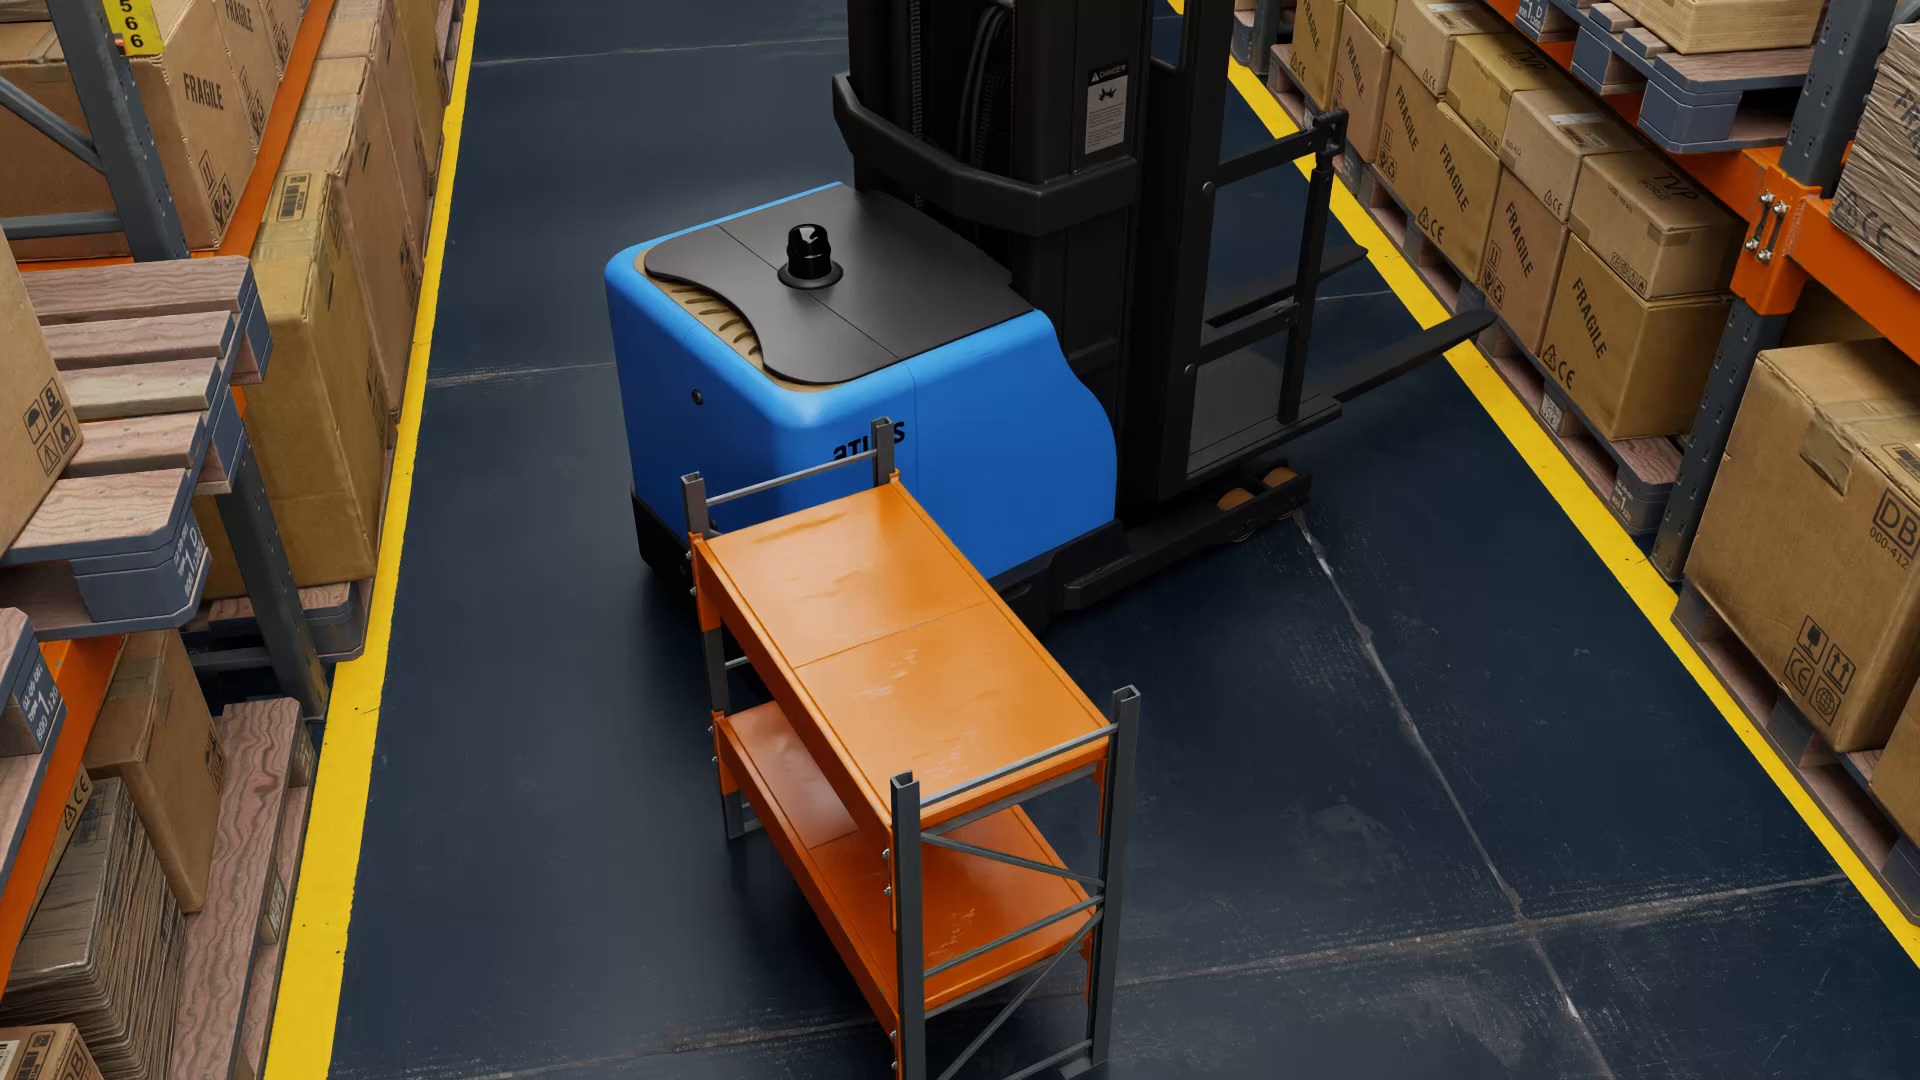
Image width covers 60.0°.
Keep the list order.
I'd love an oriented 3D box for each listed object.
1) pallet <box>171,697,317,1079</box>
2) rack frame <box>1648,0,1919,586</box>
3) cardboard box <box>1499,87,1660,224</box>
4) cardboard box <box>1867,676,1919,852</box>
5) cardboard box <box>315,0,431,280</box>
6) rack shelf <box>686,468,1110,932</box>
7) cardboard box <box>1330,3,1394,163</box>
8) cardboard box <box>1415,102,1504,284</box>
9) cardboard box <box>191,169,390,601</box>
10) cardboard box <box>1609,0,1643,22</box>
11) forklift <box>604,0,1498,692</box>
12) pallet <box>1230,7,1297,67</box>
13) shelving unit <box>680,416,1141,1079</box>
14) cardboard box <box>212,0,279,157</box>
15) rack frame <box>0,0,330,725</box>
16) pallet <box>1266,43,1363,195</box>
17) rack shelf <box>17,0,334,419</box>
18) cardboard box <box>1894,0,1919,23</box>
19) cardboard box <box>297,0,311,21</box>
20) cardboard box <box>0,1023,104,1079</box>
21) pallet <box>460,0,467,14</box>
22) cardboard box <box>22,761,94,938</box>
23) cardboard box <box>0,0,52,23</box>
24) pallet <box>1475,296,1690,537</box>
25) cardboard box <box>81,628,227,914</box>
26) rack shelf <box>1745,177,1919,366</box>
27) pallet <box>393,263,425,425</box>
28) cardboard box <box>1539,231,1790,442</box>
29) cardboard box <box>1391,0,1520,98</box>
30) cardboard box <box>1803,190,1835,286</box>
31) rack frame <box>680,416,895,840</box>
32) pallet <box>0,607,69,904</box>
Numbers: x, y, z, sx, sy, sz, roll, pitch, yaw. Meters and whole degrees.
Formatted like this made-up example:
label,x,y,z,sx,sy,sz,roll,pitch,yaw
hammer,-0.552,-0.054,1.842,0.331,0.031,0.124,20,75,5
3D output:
label,x,y,z,sx,sy,sz,roll,pitch,yaw
pallet,-2.125,0.909,3.907,1.003,0.211,1.213,-6,38,-8
rack frame,2.640,-1.136,4.268,1.000,3.000,0.127,-6,38,-8
cardboard box,2.163,-1.300,5.562,0.500,0.250,0.500,-6,38,-7
cardboard box,2.815,0.491,3.664,1.050,0.750,0.750,-6,38,-7
cardboard box,-2.673,-1.483,6.103,1.225,0.875,0.875,-7,38,-10
rack shelf,-0.136,0.286,3.487,0.538,0.278,1.000,-18,41,-22
cardboard box,1.902,-1.937,6.993,0.500,0.500,0.500,-5,38,-6
cardboard box,2.071,-1.316,6.194,0.500,0.500,0.500,-8,39,-10
cardboard box,-2.361,-0.410,4.722,1.225,0.875,0.875,-8,39,-10
cardboard box,2.059,-1.602,4.729,0.380,0.149,0.250,-6,38,-8
forklift,0.503,-1.388,4.648,3.031,2.935,1.130,-25,44,-28
pallet,1.786,-2.853,8.750,1.003,0.211,1.213,-6,38,-8
shelving unit,-0.136,0.518,3.667,0.538,1.125,1.048,-18,41,-22
cardboard box,-2.171,-1.337,4.445,0.500,0.500,0.500,-7,38,-9
rack frame,-2.261,-0.664,3.660,1.000,3.000,0.127,-6,38,-8
pallet,2.077,-1.981,7.628,1.003,0.211,1.213,-6,38,-8
rack shelf,-2.611,-1.588,5.435,1.077,0.370,4.000,-6,38,-8
cardboard box,2.760,-1.495,4.592,0.380,0.149,0.250,-7,38,-9
cardboard box,-2.350,-1.949,5.232,0.500,0.500,0.500,-6,38,-8
cardboard box,-1.907,1.227,2.904,0.700,0.500,0.500,-3,38,-4
pallet,-3.235,-3.185,9.177,1.003,0.211,1.213,-6,38,-8
cardboard box,-2.011,0.574,3.134,0.500,0.250,0.500,-2,38,-3
cardboard box,-2.373,-1.543,3.892,0.797,0.503,0.637,-5,38,-6
pallet,2.505,-0.507,5.731,1.003,0.211,1.213,-6,38,-8
cardboard box,-2.123,0.552,3.773,0.700,0.500,0.500,-8,39,-10
rack shelf,2.991,0.356,2.933,1.077,0.370,4.000,-6,38,-8
pallet,-2.535,-0.782,6.085,1.003,0.211,1.213,-6,38,-8
cardboard box,2.267,-0.684,5.381,0.500,0.500,0.500,-6,38,-8
cardboard box,1.989,-1.923,6.364,0.500,0.250,0.500,-5,38,-6
cardboard box,2.758,-1.054,5.245,0.500,0.250,0.500,-8,39,-10
rack frame,-0.377,0.243,4.020,0.500,1.125,0.032,-18,41,-22
pallet,-1.873,0.603,2.185,1.003,0.211,1.213,-6,38,-8
